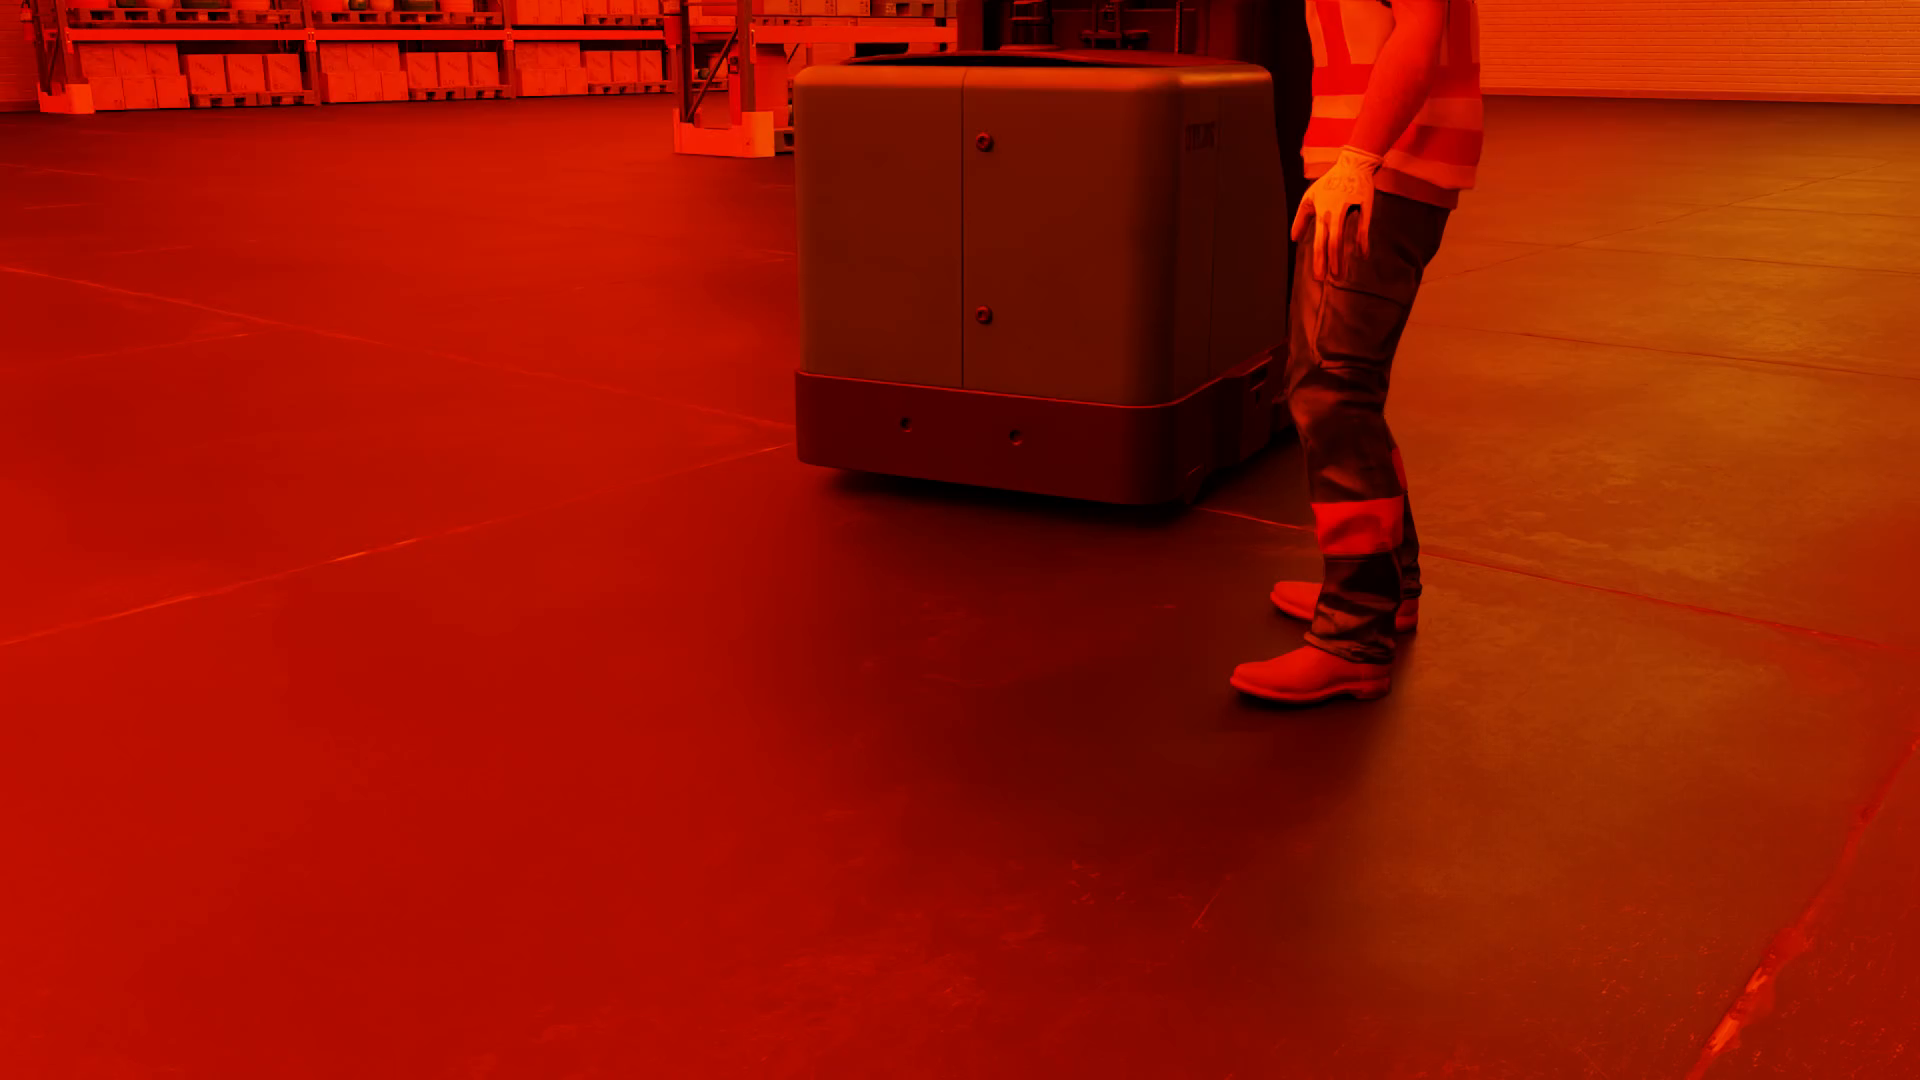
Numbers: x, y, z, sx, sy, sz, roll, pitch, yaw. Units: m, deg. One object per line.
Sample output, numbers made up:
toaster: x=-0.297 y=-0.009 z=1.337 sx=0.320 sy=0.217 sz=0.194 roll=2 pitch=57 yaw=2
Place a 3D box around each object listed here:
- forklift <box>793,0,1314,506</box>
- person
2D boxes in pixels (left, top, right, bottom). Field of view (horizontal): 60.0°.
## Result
forklift: x=0.675 y=-1.866 z=5.044 sx=1.130 sy=2.935 sz=3.031 roll=8 pitch=19 yaw=25
person: x=0.731 y=-0.648 z=3.055 sx=0.413 sy=1.757 sz=0.805 roll=3 pitch=17 yaw=9
